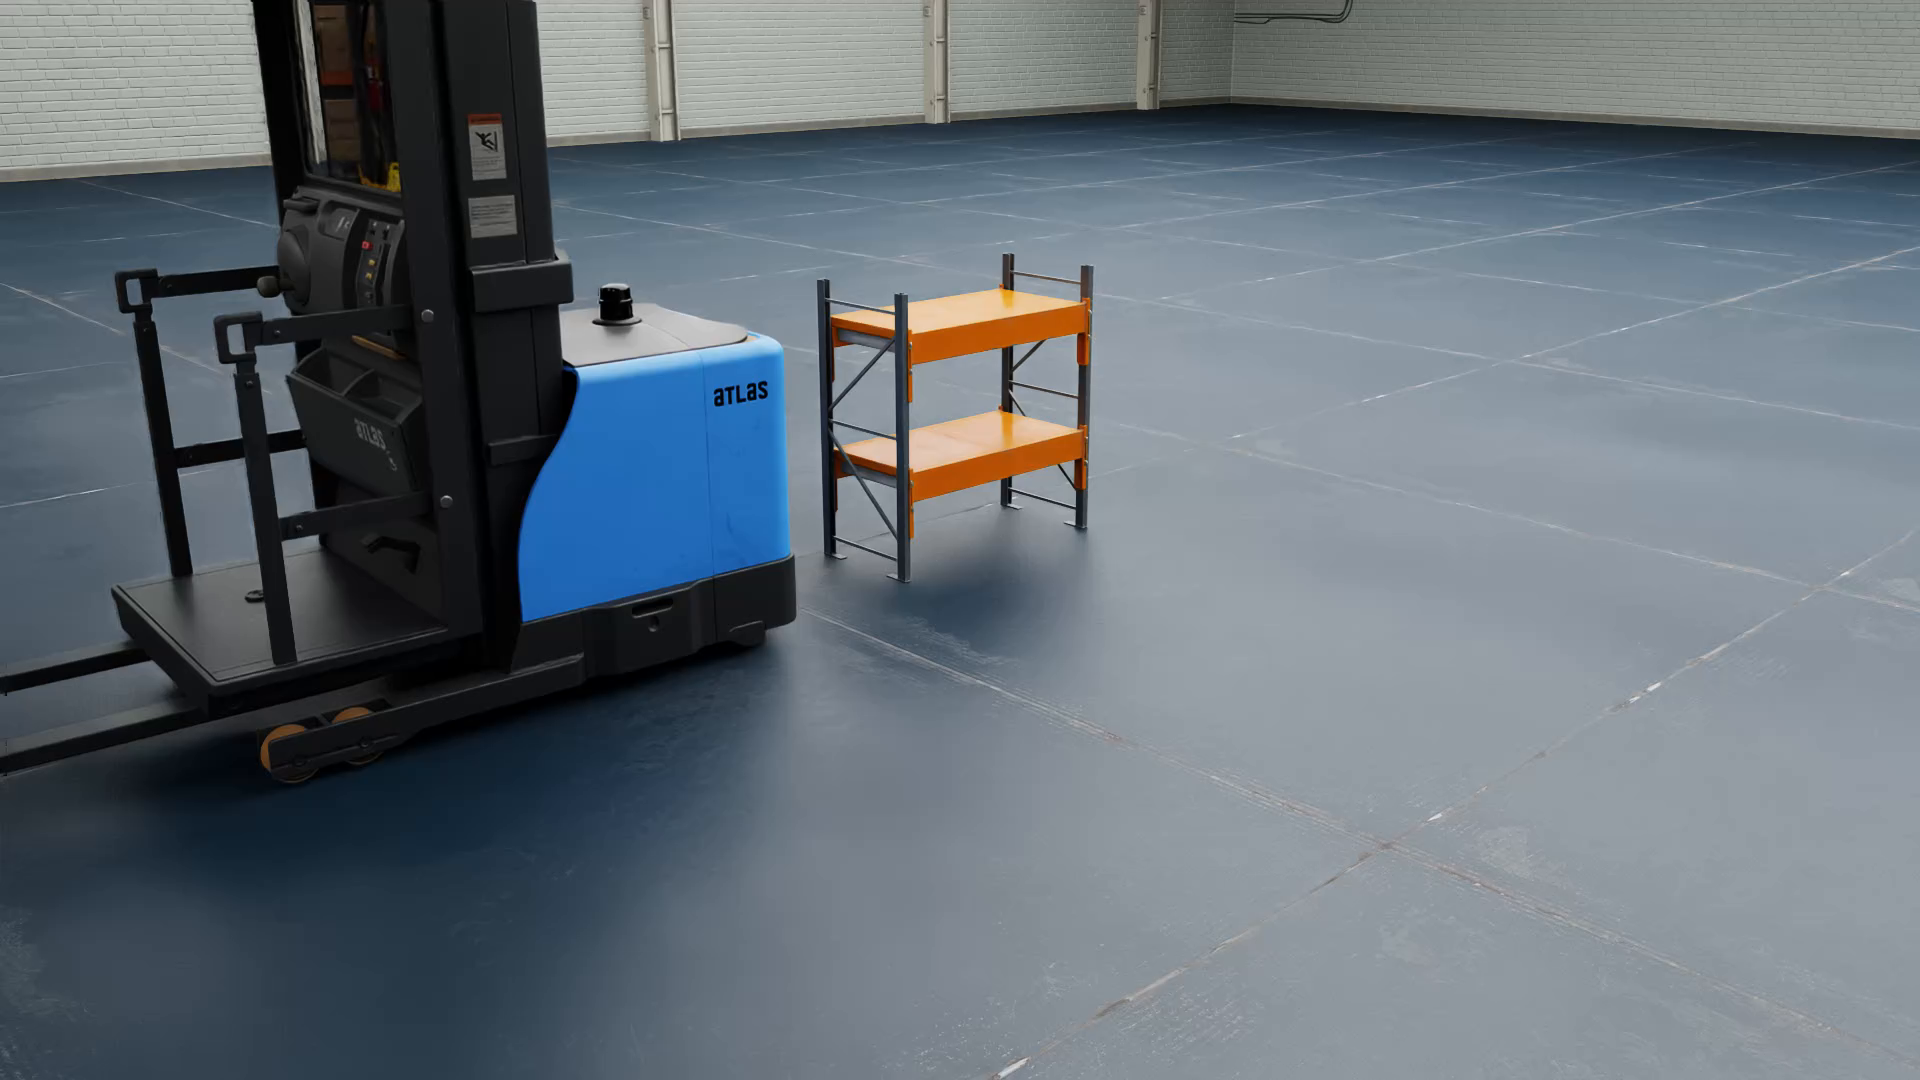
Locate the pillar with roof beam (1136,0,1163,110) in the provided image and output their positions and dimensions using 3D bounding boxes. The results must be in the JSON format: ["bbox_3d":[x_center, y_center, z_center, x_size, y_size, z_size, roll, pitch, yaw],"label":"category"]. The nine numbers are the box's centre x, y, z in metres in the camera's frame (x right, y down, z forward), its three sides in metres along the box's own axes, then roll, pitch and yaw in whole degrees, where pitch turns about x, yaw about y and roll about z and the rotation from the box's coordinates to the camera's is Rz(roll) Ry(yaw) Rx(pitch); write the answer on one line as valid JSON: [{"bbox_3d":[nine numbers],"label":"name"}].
[{"bbox_3d":[6.891,-12.356,30.505,0.400,9.000,9.100,-16,24,-41],"label":"pillar with roof beam"}]

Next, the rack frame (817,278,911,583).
[{"bbox_3d":[-0.374,-0.426,6.475,0.032,1.125,0.500,-16,24,-41],"label":"rack frame"}]

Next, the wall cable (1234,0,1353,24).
[{"bbox_3d":[6.982,-12.172,34.971,0.112,2.526,3.097,-16,24,-41],"label":"wall cable"}]

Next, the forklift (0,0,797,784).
[{"bbox_3d":[-2.037,-0.873,4.925,3.031,2.935,1.130,-14,23,-37],"label":"forklift"}]

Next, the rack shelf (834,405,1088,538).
[{"bbox_3d":[-0.005,-0.301,6.882,1.000,0.278,0.538,-16,24,-41],"label":"rack shelf"}]

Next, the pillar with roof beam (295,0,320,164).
[{"bbox_3d":[-6.188,-8.542,18.741,0.400,9.000,9.100,-16,24,-41],"label":"pillar with roof beam"}]

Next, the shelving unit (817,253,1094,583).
[{"bbox_3d":[-0.005,-0.534,6.807,1.048,1.125,0.538,-16,24,-41],"label":"shelving unit"}]

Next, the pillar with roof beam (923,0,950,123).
[{"bbox_3d":[2.531,-11.085,26.583,0.400,9.000,9.100,-16,24,-41],"label":"pillar with roof beam"}]

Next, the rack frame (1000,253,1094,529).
[{"bbox_3d":[0.364,-0.641,7.139,0.032,1.125,0.500,-16,24,-41],"label":"rack frame"}]

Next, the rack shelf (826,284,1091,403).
[{"bbox_3d":[-0.005,-0.812,6.717,1.000,0.278,0.538,-16,24,-41],"label":"rack shelf"}]

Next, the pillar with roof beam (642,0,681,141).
[{"bbox_3d":[-1.829,-9.814,22.662,0.400,9.000,9.100,-16,24,-41],"label":"pillar with roof beam"}]
